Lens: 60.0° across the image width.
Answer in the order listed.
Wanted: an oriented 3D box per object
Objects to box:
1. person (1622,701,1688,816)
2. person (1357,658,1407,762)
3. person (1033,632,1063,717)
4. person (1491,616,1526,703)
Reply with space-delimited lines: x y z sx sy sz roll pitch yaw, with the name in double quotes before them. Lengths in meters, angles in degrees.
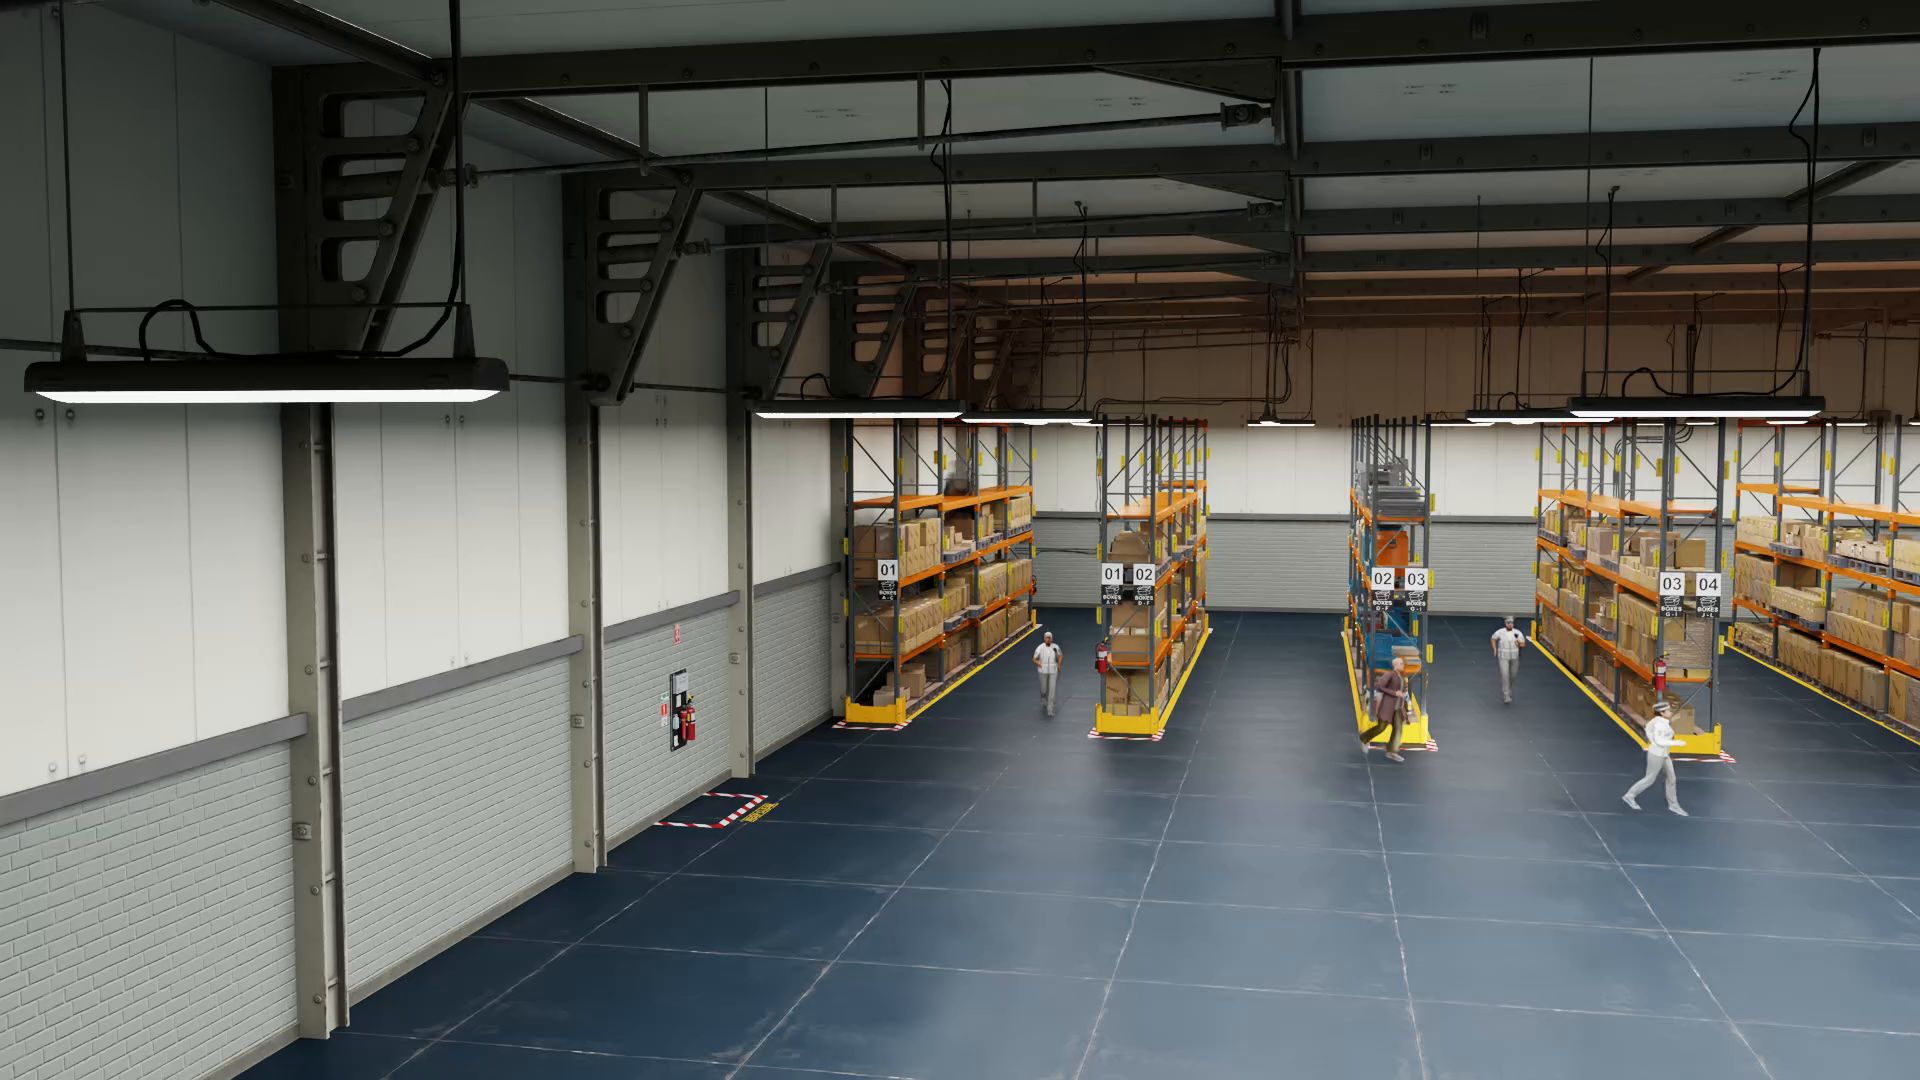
"person" 10.369 3.224 24.686 0.842 1.707 0.574 2 4 32
"person" 7.526 2.924 29.041 0.716 1.742 1.005 -3 5 -36
"person" 1.775 2.676 33.463 0.607 1.659 0.849 0 4 0
"person" 11.572 2.478 35.052 0.662 1.772 0.965 0 4 5
